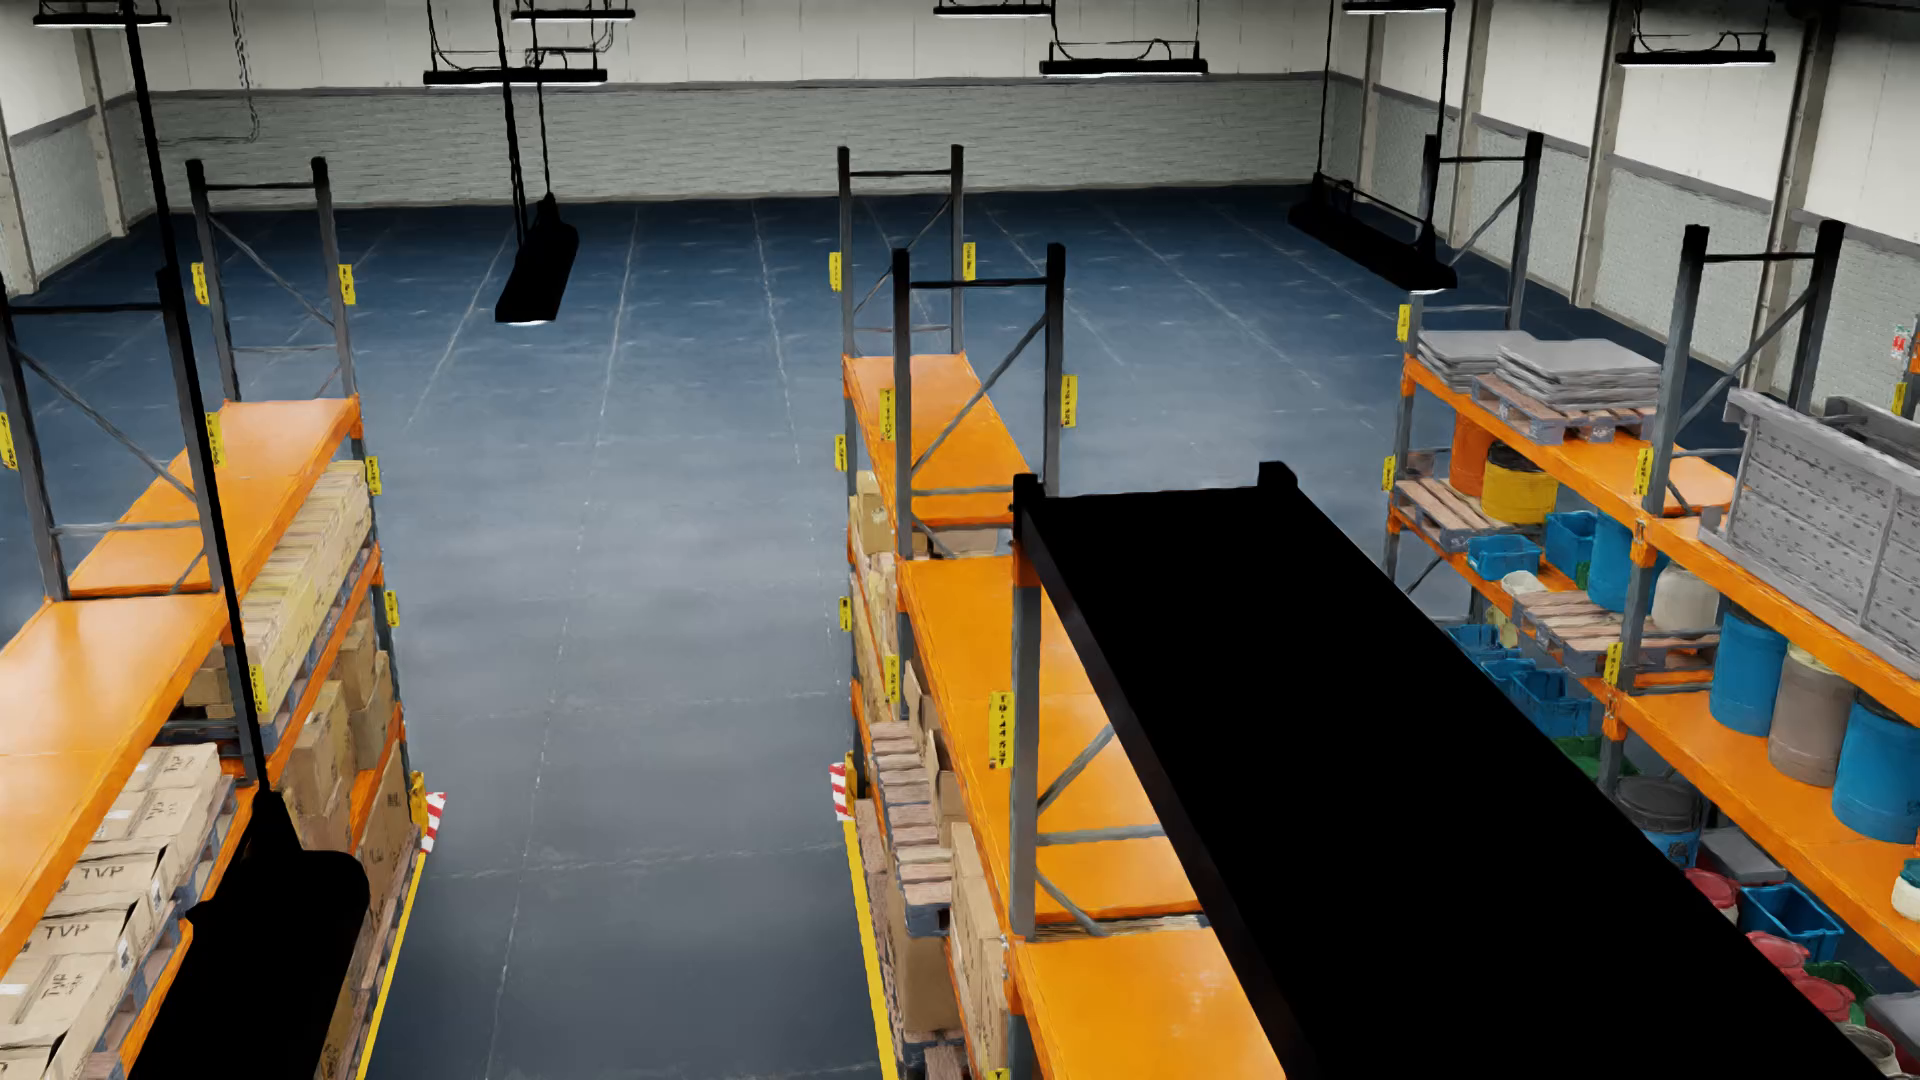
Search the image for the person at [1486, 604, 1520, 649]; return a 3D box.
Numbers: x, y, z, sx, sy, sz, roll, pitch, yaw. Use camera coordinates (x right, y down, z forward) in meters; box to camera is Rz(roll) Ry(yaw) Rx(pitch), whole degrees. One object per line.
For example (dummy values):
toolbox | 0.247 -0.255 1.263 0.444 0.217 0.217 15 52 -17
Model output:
person | 5.532 1.076 16.686 0.477 1.658 0.636 19 29 40
